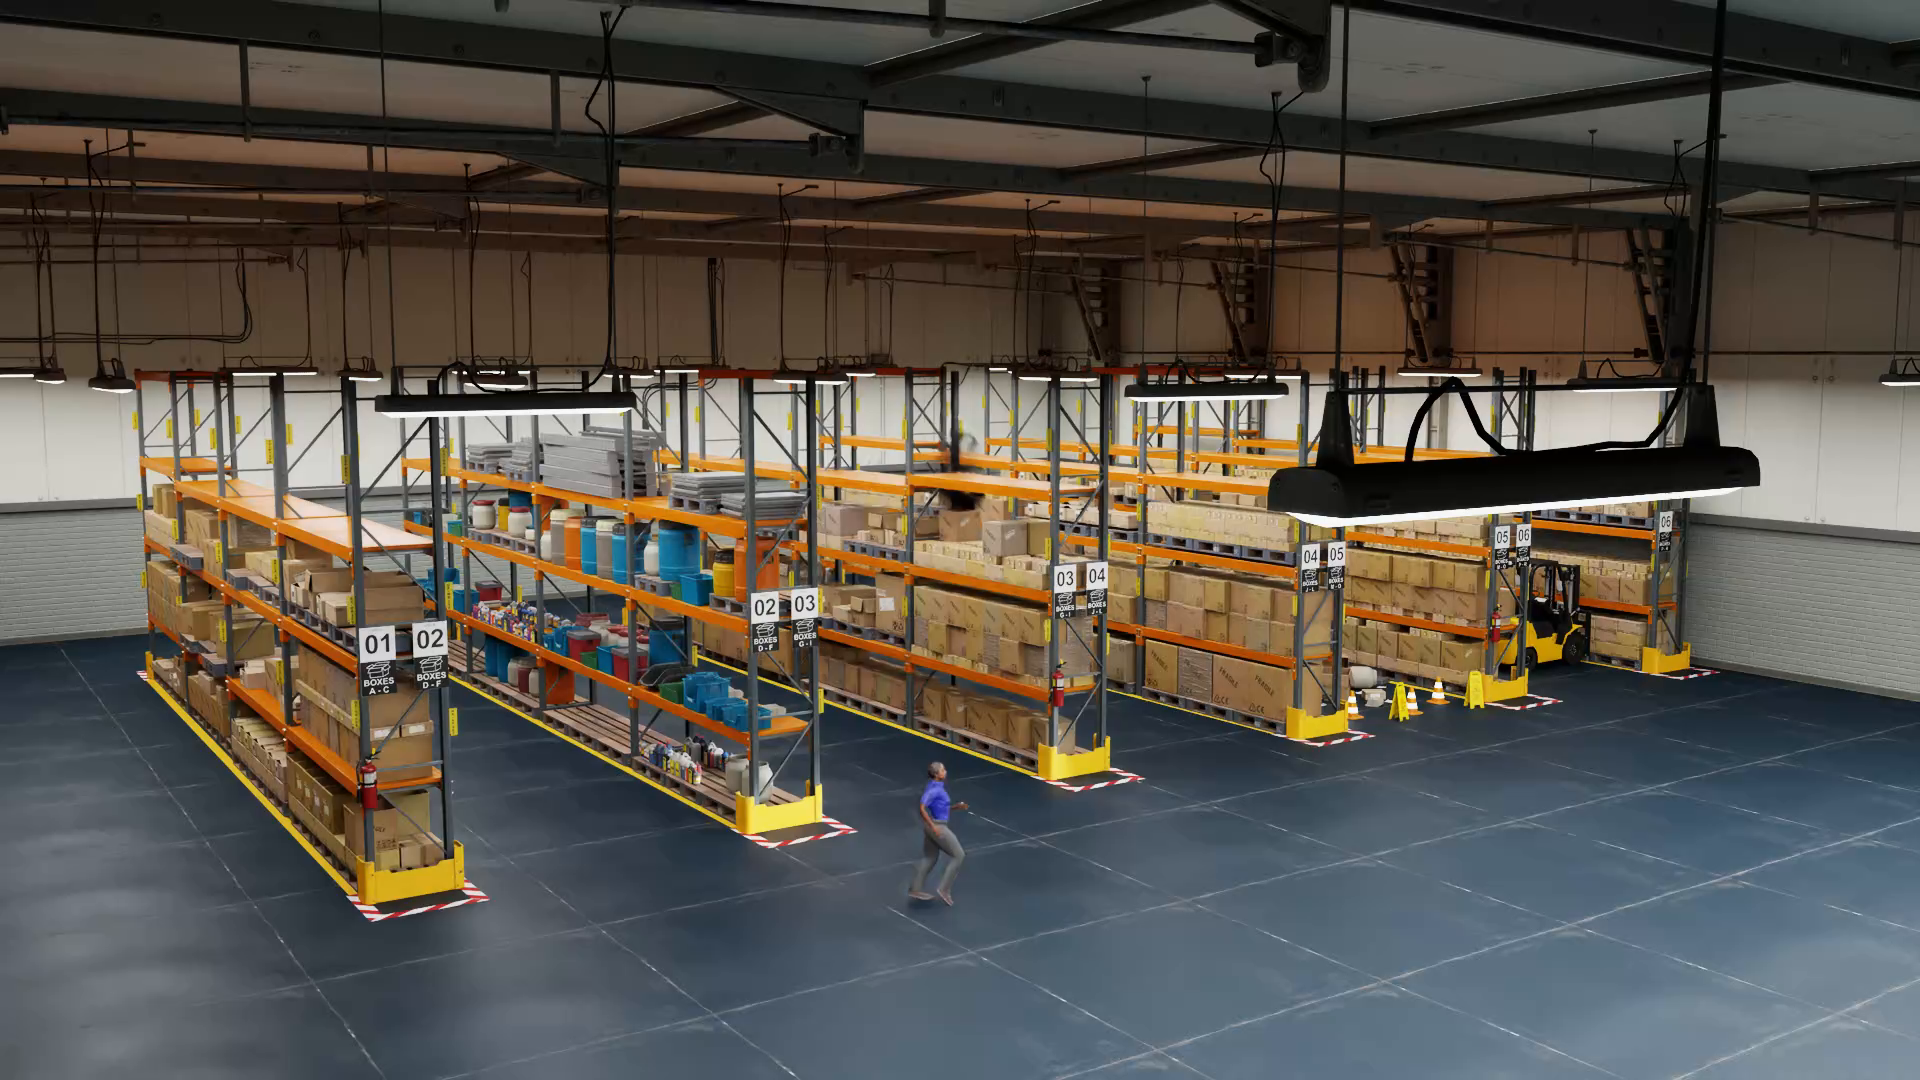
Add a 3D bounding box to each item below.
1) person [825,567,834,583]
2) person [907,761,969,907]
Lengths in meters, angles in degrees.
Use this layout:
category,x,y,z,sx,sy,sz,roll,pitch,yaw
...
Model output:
category,x,y,z,sx,sy,sz,roll,pitch,yaw
person,-3.353,0.782,41.932,0.568,1.663,0.609,-5,8,-36
person,-0.239,3.369,19.073,0.701,1.693,0.542,-1,7,-13
